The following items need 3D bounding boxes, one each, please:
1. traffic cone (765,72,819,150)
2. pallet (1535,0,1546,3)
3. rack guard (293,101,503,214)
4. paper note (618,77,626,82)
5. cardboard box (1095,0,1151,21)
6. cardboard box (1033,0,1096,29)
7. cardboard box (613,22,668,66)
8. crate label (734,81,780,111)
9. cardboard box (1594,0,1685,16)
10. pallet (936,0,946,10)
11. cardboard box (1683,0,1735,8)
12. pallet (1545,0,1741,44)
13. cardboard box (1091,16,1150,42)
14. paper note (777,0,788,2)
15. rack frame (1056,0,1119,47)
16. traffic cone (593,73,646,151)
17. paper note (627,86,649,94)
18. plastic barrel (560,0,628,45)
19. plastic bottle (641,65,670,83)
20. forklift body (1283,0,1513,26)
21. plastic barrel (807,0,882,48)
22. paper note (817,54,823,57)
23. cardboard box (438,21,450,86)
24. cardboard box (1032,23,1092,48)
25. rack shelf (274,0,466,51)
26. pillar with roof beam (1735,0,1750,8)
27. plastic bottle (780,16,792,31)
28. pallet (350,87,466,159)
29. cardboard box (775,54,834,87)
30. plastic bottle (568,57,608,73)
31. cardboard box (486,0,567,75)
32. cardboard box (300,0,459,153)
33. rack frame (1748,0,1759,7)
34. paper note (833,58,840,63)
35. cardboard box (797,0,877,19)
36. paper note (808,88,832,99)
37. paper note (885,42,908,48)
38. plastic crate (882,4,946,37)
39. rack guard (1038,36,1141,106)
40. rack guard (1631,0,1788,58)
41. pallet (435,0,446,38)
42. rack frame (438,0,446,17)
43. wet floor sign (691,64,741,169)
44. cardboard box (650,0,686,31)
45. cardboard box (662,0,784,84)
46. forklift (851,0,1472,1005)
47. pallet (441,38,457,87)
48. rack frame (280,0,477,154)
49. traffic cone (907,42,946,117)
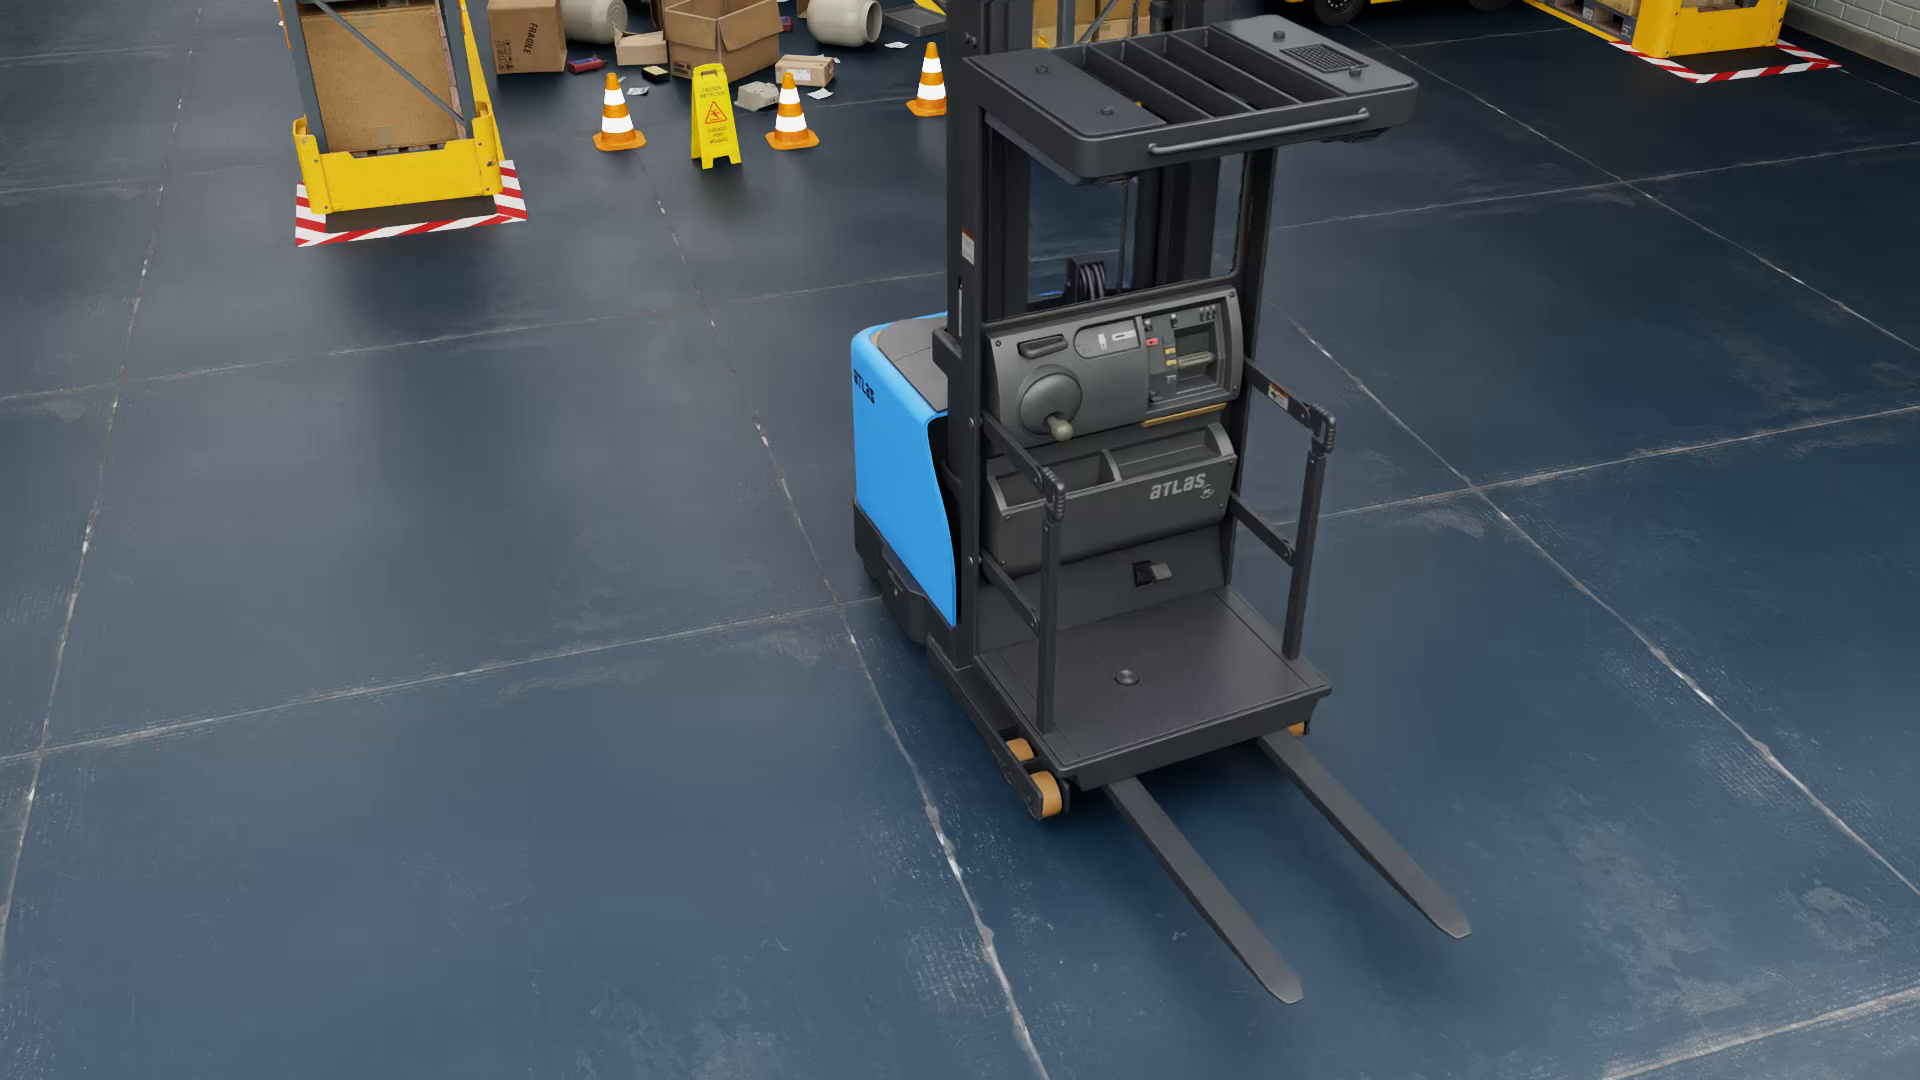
[{"bbox_3d":[-1.149,-2.933,11.269,0.336,0.463,0.334,-10,35,-15],"label":"traffic cone"},{"bbox_3d":[5.248,-5.055,14.708,1.003,0.211,1.213,-10,35,-15],"label":"pallet"},{"bbox_3d":[-3.512,-2.407,10.439,1.175,0.500,0.348,-10,35,-15],"label":"rack guard"},{"bbox_3d":[-2.538,-3.454,12.468,0.032,0.001,0.123,7,34,10],"label":"paper note"},{"bbox_3d":[1.173,-4.171,12.274,0.500,0.500,0.500,-11,35,-16],"label":"cardboard box"},{"bbox_3d":[0.671,-4.065,12.114,0.500,0.500,0.500,-10,35,-14],"label":"cardboard box"},{"bbox_3d":[-2.462,-3.829,12.804,0.396,0.266,0.258,-4,34,-6],"label":"cardboard box"},{"bbox_3d":[-1.448,-3.199,11.967,0.298,0.136,0.250,27,42,34],"label":"crate label"},{"bbox_3d":[5.445,-4.406,13.310,0.500,0.250,0.500,-10,35,-14],"label":"cardboard box"},{"bbox_3d":[0.182,-4.938,14.531,1.003,0.211,1.213,-10,35,-15],"label":"pallet"},{"bbox_3d":[5.926,-4.503,13.457,0.500,0.250,0.500,-10,35,-15],"label":"cardboard box"},{"bbox_3d":[5.616,-4.415,13.741,1.003,0.211,1.213,-10,35,-15],"label":"pallet"},{"bbox_3d":[1.181,-3.846,12.462,0.500,0.250,0.500,-10,35,-15],"label":"cardboard box"},{"bbox_3d":[-1.520,-4.644,14.250,0.148,0.019,0.142,-10,35,-15],"label":"paper note"},{"bbox_3d":[1.164,-4.348,11.109,1.000,3.000,0.127,-10,35,-15],"label":"rack frame"},{"bbox_3d":[-2.329,-2.921,11.251,0.336,0.463,0.334,-10,35,-15],"label":"traffic cone"},{"bbox_3d":[-2.368,-3.310,12.232,0.144,0.017,0.142,1,33,2],"label":"paper note"},{"bbox_3d":[-2.933,-4.150,13.146,0.512,0.421,0.421,13,36,18],"label":"plastic barrel"},{"bbox_3d":[-2.306,-3.512,12.510,0.133,0.061,0.283,-23,40,-31],"label":"plastic bottle"},{"bbox_3d":[3.574,-5.519,13.651,2.313,2.155,1.214,-10,35,-15],"label":"forklift body"},{"bbox_3d":[-0.908,-4.103,13.075,0.512,0.421,0.421,13,36,18],"label":"plastic barrel"},{"bbox_3d":[-1.137,-3.737,12.888,0.148,0.019,0.142,1,33,2],"label":"paper note"},{"bbox_3d":[-4.060,-3.557,11.459,0.875,0.875,0.875,-11,35,-15],"label":"cardboard box"},{"bbox_3d":[0.653,-3.767,12.344,0.500,0.250,0.500,-10,35,-15],"label":"cardboard box"},{"bbox_3d":[-4.130,-4.212,11.556,1.077,0.370,4.000,-10,35,-15],"label":"rack shelf"},{"bbox_3d":[2.436,-7.480,10.408,9.100,9.000,0.400,-10,35,-15],"label":"pillar with roof beam"},{"bbox_3d":[-1.449,-4.229,13.594,0.133,0.061,0.283,-4,34,-6],"label":"plastic bottle"},{"bbox_3d":[-3.838,-2.705,11.153,1.003,0.211,1.213,-10,35,-15],"label":"pallet"},{"bbox_3d":[-1.160,-3.506,12.421,0.380,0.149,0.250,7,34,10],"label":"cardboard box"},{"bbox_3d":[-2.835,-3.630,12.689,0.283,0.061,0.133,-23,40,-31],"label":"plastic bottle"},{"bbox_3d":[-3.289,-3.878,12.663,0.500,0.500,0.500,-4,34,-6],"label":"cardboard box"},{"bbox_3d":[-3.789,-3.096,10.761,0.875,0.875,0.875,-10,35,-14],"label":"cardboard box"},{"bbox_3d":[5.890,-5.184,12.375,1.000,3.000,0.127,-10,35,-15],"label":"rack frame"},{"bbox_3d":[-0.955,-3.710,12.856,0.032,0.001,0.123,-10,35,-15],"label":"paper note"},{"bbox_3d":[-1.026,-4.615,13.778,0.500,0.500,0.500,13,36,18],"label":"cardboard box"},{"bbox_3d":[-1.020,-3.271,12.172,0.148,0.019,0.142,-23,40,-31],"label":"paper note"},{"bbox_3d":[-0.500,-3.921,13.156,0.142,0.019,0.148,-23,40,-31],"label":"paper note"},{"bbox_3d":[-0.359,-4.267,13.636,0.402,0.080,0.583,-23,40,-31],"label":"plastic crate"},{"bbox_3d":[1.140,-3.345,11.858,1.175,0.500,0.348,-10,35,-15],"label":"rack guard"},{"bbox_3d":[5.897,-4.129,13.045,1.175,0.500,0.348,-10,35,-15],"label":"rack guard"},{"bbox_3d":[-4.582,-3.987,13.091,1.003,0.211,1.213,-10,35,-15],"label":"pallet"},{"bbox_3d":[-4.740,-5.562,12.947,1.000,3.000,0.127,-10,35,-15],"label":"rack frame"},{"bbox_3d":[-1.625,-2.798,10.899,0.267,0.644,0.232,-16,37,-23],"label":"wet floor sign"},{"bbox_3d":[-2.076,-4.349,13.252,0.797,0.637,0.503,-10,35,-15],"label":"cardboard box"},{"bbox_3d":[-1.783,-3.803,12.548,0.637,0.503,0.797,19,38,26],"label":"cardboard box"},{"bbox_3d":[0.624,-0.528,5.391,1.130,2.935,3.031,-14,36,-20],"label":"forklift"},{"bbox_3d":[-4.207,-3.345,12.120,1.003,0.211,1.213,-10,35,-15],"label":"pallet"},{"bbox_3d":[-3.520,-3.462,9.769,1.000,3.000,0.127,-10,35,-15],"label":"rack frame"},{"bbox_3d":[-0.196,-3.298,11.821,0.336,0.463,0.334,-10,35,-15],"label":"traffic cone"}]
